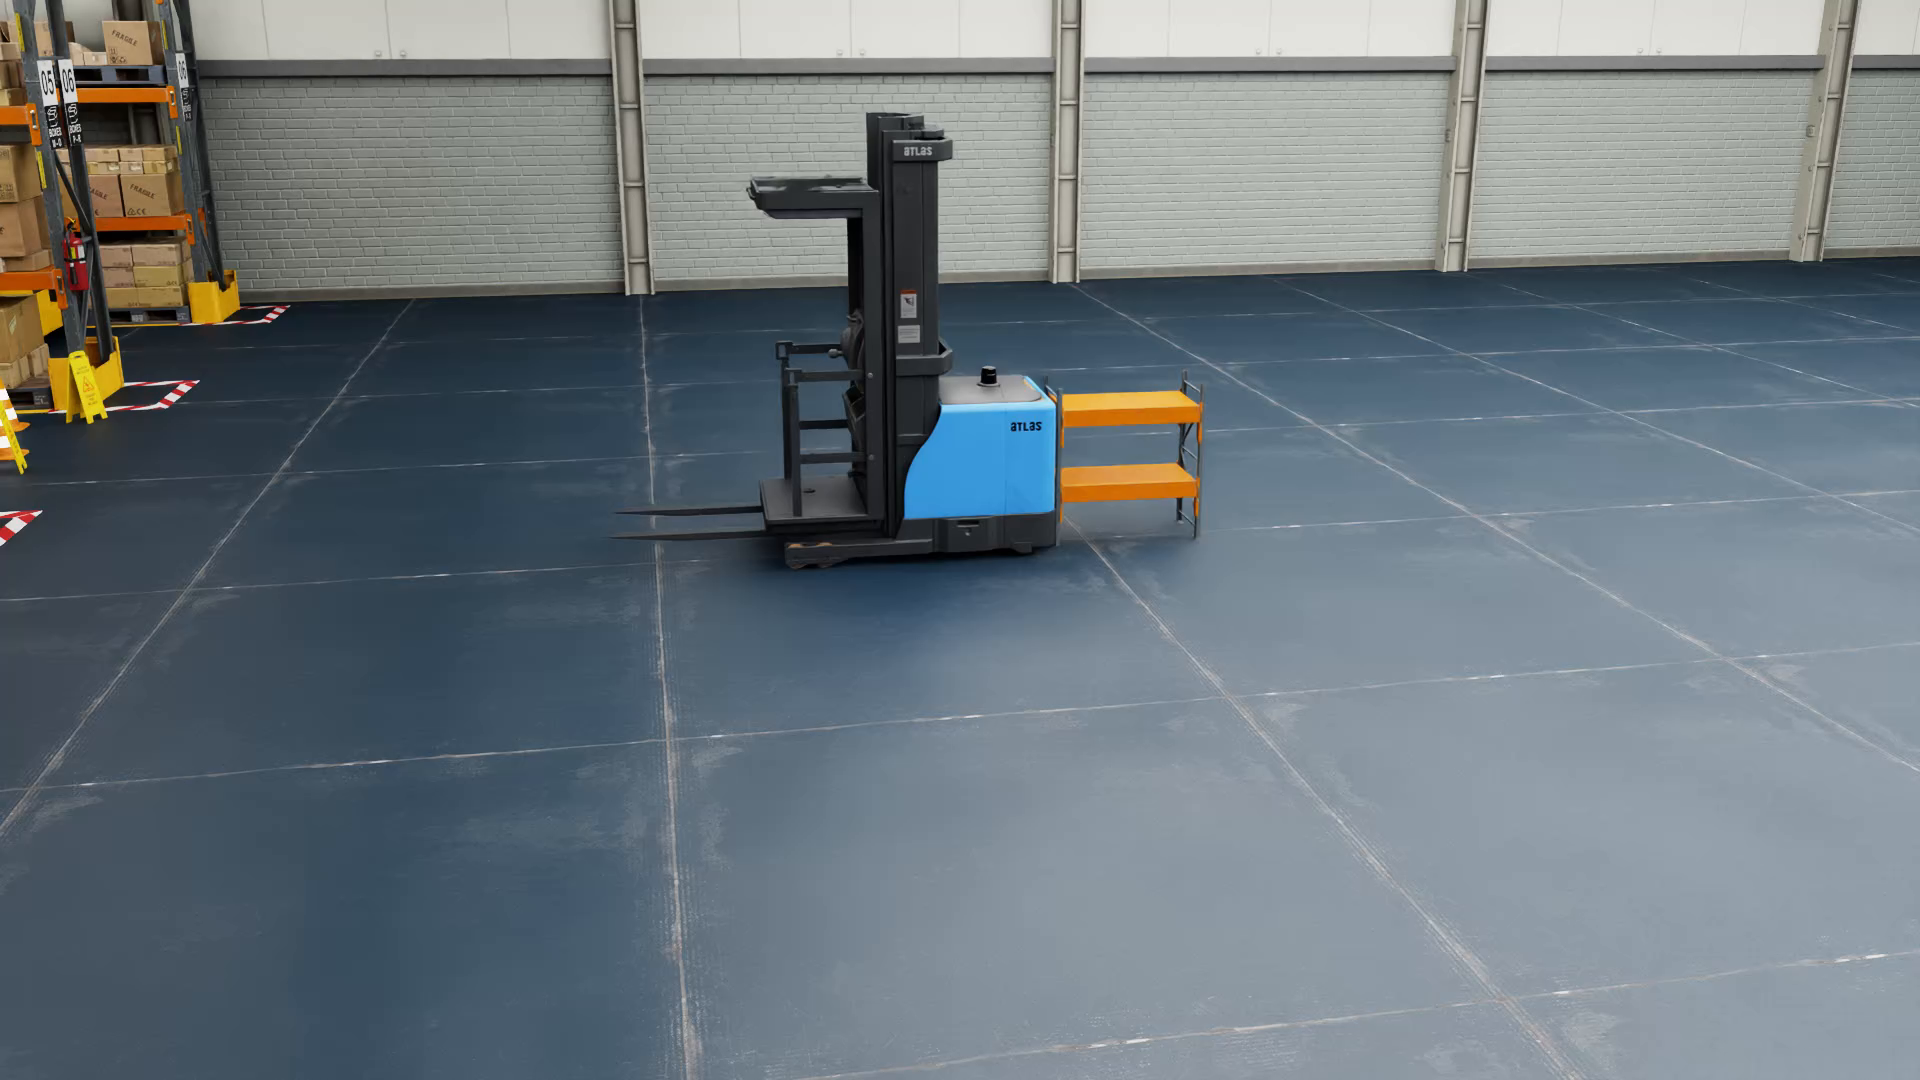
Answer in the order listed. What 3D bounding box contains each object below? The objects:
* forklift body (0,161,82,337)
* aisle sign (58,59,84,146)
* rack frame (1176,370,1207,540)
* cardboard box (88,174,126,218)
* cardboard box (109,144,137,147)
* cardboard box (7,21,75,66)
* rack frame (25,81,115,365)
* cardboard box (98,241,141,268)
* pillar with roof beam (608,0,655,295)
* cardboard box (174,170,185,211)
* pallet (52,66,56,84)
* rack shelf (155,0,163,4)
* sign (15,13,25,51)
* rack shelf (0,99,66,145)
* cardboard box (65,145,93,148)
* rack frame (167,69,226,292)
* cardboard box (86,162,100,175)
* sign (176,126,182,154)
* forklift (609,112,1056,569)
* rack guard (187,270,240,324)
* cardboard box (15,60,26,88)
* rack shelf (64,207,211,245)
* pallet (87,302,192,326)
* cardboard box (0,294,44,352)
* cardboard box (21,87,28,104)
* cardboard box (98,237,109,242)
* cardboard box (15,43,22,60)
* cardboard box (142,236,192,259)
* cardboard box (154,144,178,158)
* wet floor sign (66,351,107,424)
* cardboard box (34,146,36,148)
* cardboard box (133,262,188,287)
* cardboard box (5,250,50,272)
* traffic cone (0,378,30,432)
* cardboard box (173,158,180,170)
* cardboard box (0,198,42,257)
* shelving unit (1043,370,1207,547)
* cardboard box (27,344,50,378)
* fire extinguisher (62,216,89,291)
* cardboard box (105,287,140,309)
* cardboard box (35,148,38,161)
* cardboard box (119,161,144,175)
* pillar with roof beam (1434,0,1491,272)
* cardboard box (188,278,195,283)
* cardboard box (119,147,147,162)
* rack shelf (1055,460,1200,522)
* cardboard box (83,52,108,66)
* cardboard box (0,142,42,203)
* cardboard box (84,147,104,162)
[{"bbox_3d":[-10.950,-3.236,18.684,1.214,2.155,2.313,-3,17,-10],"label":"forklift body"},{"bbox_3d":[-8.487,-4.178,15.878,0.004,0.787,0.394,-3,17,-10],"label":"aisle sign"},{"bbox_3d":[1.651,-0.611,11.886,0.032,1.125,0.500,-3,17,-9],"label":"rack frame"},{"bbox_3d":[-10.379,-4.192,20.179,0.500,0.500,0.500,-3,17,-9],"label":"cardboard box"},{"bbox_3d":[-10.324,-4.792,20.524,0.250,0.149,0.380,-3,17,-9],"label":"cardboard box"},{"bbox_3d":[-10.847,-5.880,19.683,0.500,0.500,0.700,-3,17,-10],"label":"cardboard box"},{"bbox_3d":[-8.489,-2.842,15.957,0.127,3.000,1.000,-3,17,-10],"label":"rack frame"},{"bbox_3d":[-10.327,-3.492,20.336,0.500,0.250,0.500,-3,17,-9],"label":"cardboard box"},{"bbox_3d":[-3.581,-6.455,17.502,0.400,9.000,9.100,-3,17,-10],"label":"pillar with roof beam"},{"bbox_3d":[-9.973,-4.373,20.771,0.500,0.500,0.500,-3,17,-9],"label":"cardboard box"},{"bbox_3d":[-11.334,-5.564,19.859,1.213,0.211,1.003,-3,17,-10],"label":"pallet"},{"bbox_3d":[-11.398,-6.494,19.536,4.000,0.370,1.077,-3,17,-10],"label":"rack shelf"},{"bbox_3d":[-8.403,-4.538,14.862,0.005,0.325,0.100,-3,17,-10],"label":"sign"},{"bbox_3d":[-10.453,-3.821,15.260,4.000,0.370,1.077,-3,17,-10],"label":"rack shelf"},{"bbox_3d":[-10.824,-4.761,20.422,0.250,0.149,0.380,-3,17,-9],"label":"cardboard box"},{"bbox_3d":[-9.434,-4.273,20.615,0.127,3.000,1.000,-3,17,-10],"label":"rack frame"},{"bbox_3d":[-10.479,-4.501,20.081,0.250,0.149,0.380,-3,17,-11],"label":"cardboard box"},{"bbox_3d":[-9.345,-4.783,19.899,0.005,0.325,0.100,-3,17,-10],"label":"sign"},{"bbox_3d":[-0.902,-1.374,11.294,3.031,2.935,1.130,-3,17,-9],"label":"forklift"},{"bbox_3d":[-9.411,-3.080,20.987,0.348,0.500,1.175,-3,17,-10],"label":"rack guard"},{"bbox_3d":[-9.033,-4.396,15.654,0.500,0.250,0.500,-4,17,-11],"label":"cardboard box"},{"bbox_3d":[-11.398,-3.818,20.358,4.000,0.370,1.077,-3,17,-10],"label":"rack shelf"},{"bbox_3d":[-10.177,-2.885,20.847,1.213,0.211,1.003,-3,17,-10],"label":"pallet"},{"bbox_3d":[-9.357,-2.120,16.297,0.500,0.500,0.500,-4,17,-12],"label":"cardboard box"},{"bbox_3d":[-8.876,-4.231,15.798,0.250,0.149,0.380,-3,17,-10],"label":"cardboard box"},{"bbox_3d":[-10.925,-3.612,20.726,0.500,0.250,0.500,-3,17,-11],"label":"cardboard box"},{"bbox_3d":[-8.877,-4.576,15.563,0.250,0.149,0.380,-3,17,-11],"label":"cardboard box"},{"bbox_3d":[-9.942,-3.665,20.901,0.500,0.250,0.500,-4,17,-11],"label":"cardboard box"},{"bbox_3d":[-9.805,-4.816,20.601,0.250,0.149,0.380,-4,17,-12],"label":"cardboard box"},{"bbox_3d":[-8.099,-1.419,15.333,0.232,0.644,0.267,3,17,9],"label":"wet floor sign"},{"bbox_3d":[-11.329,-4.738,20.348,0.250,0.149,0.380,-3,17,-10],"label":"cardboard box"},{"bbox_3d":[-9.853,-3.281,20.502,0.500,0.250,0.500,-3,17,-11],"label":"cardboard box"},{"bbox_3d":[-8.816,-2.640,15.725,0.250,0.149,0.380,-3,17,-9],"label":"cardboard box"},{"bbox_3d":[-8.666,-1.234,15.041,0.334,0.463,0.336,-3,17,-10],"label":"traffic cone"},{"bbox_3d":[-9.816,-4.687,20.687,0.250,0.149,0.380,-4,17,-12],"label":"cardboard box"},{"bbox_3d":[-8.970,-2.923,15.542,0.500,0.500,0.500,-4,17,-11],"label":"cardboard box"},{"bbox_3d":[1.149,-0.588,11.809,1.048,1.125,0.538,-3,17,-9],"label":"shelving unit"},{"bbox_3d":[-9.333,-1.764,16.412,0.500,0.250,0.500,-3,17,-11],"label":"cardboard box"},{"bbox_3d":[-8.289,-2.679,15.557,0.183,0.674,0.296,-3,17,-10],"label":"fire extinguisher"},{"bbox_3d":[-10.326,-3.017,20.494,0.500,0.250,0.500,-3,17,-10],"label":"cardboard box"},{"bbox_3d":[-10.980,-4.592,19.873,0.250,0.149,0.380,-3,17,-9],"label":"cardboard box"},{"bbox_3d":[-9.967,-4.508,20.105,0.250,0.149,0.380,-3,17,-10],"label":"cardboard box"},{"bbox_3d":[8.201,-7.123,19.678,0.400,9.000,9.100,-3,17,-10],"label":"pillar with roof beam"},{"bbox_3d":[-9.954,-3.188,21.052,0.500,0.250,0.500,-3,17,-10],"label":"cardboard box"},{"bbox_3d":[-9.982,-4.670,20.125,0.250,0.149,0.380,-3,17,-10],"label":"cardboard box"},{"bbox_3d":[1.149,-0.354,11.881,1.000,0.278,0.538,-3,17,-9],"label":"rack shelf"},{"bbox_3d":[-10.190,-5.702,19.700,0.250,0.149,0.380,-4,17,-12],"label":"cardboard box"},{"bbox_3d":[-8.949,-3.419,15.454,0.500,0.500,0.700,-4,17,-12],"label":"cardboard box"},{"bbox_3d":[-10.493,-4.655,20.077,0.250,0.149,0.380,-3,17,-10],"label":"cardboard box"}]
